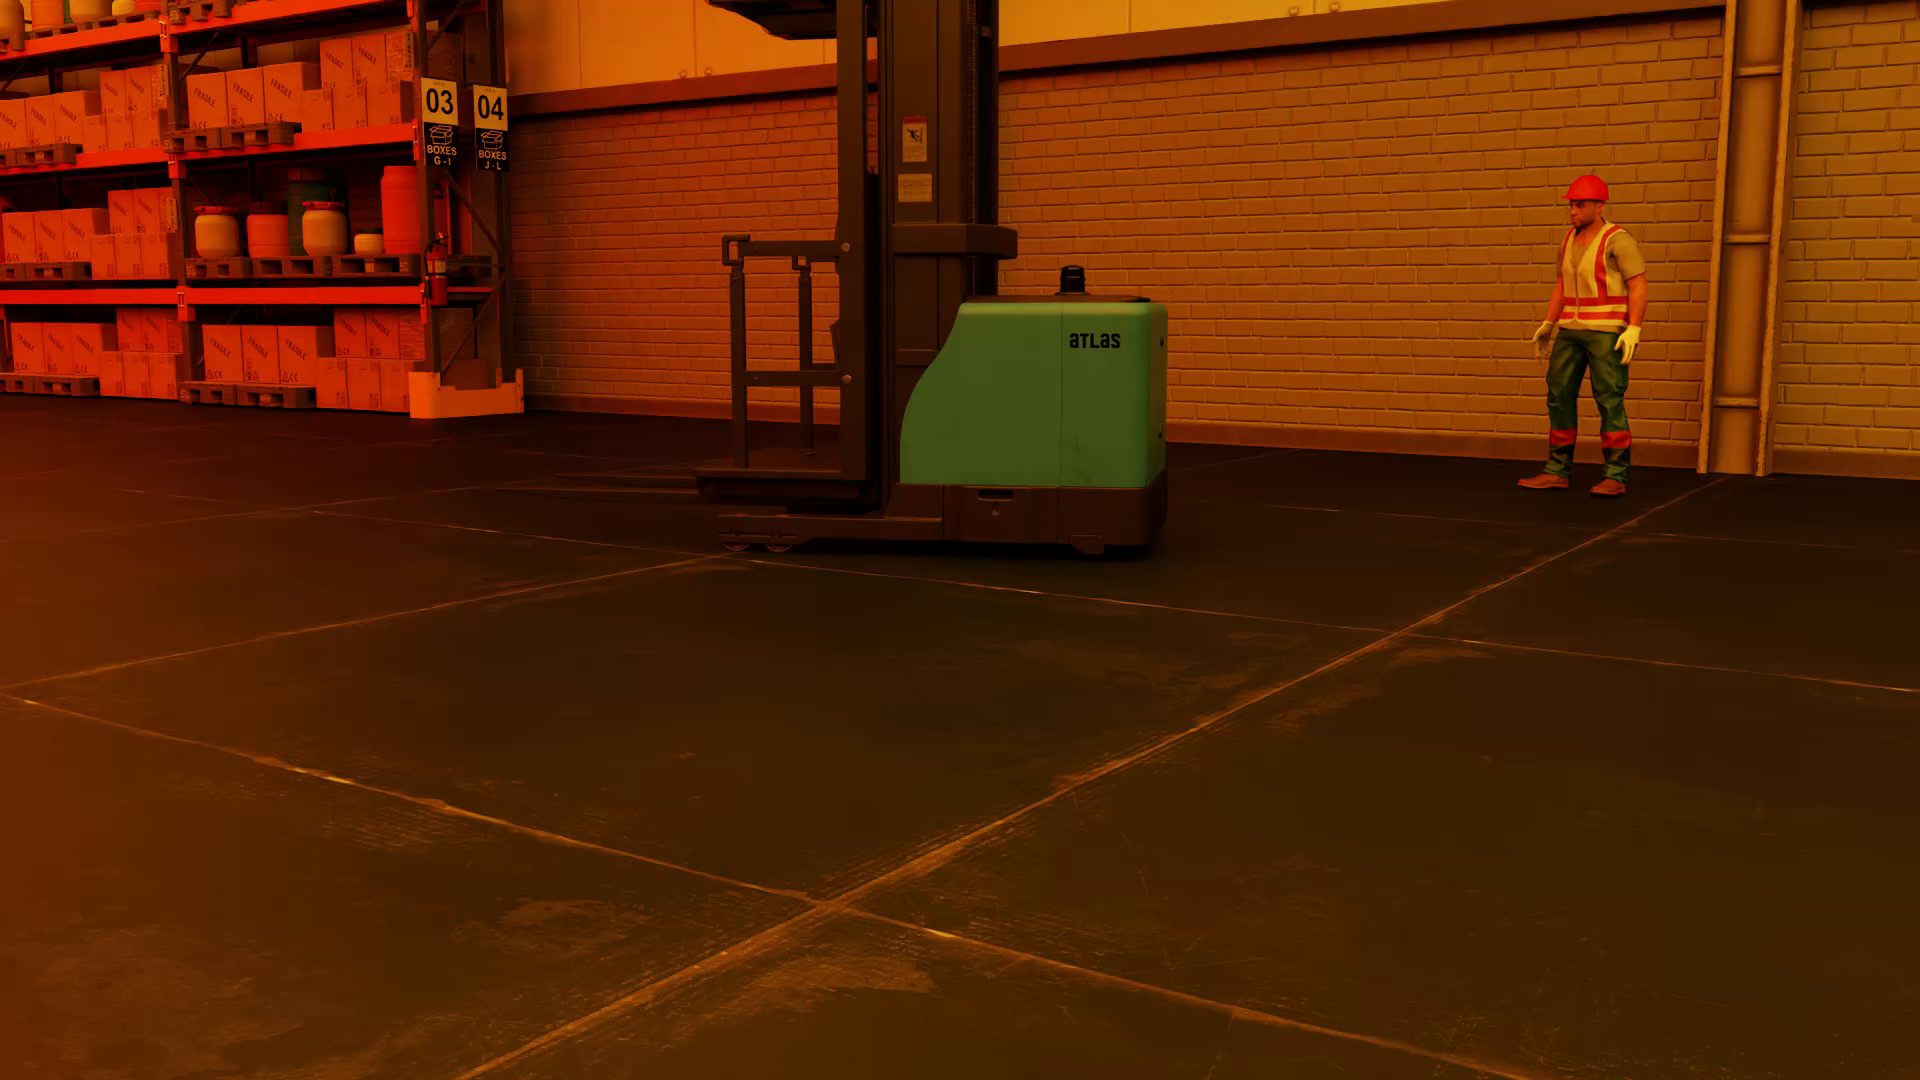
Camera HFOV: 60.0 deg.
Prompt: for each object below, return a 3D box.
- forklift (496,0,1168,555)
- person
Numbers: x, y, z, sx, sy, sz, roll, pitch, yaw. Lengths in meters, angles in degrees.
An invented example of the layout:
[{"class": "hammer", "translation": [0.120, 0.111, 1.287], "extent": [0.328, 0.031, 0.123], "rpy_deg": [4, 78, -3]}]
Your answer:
[{"class": "forklift", "translation": [-0.596, -1.469, 7.520], "extent": [3.031, 2.935, 1.130], "rpy_deg": [2, 8, 12]}, {"class": "person", "translation": [3.551, -1.161, 9.458], "extent": [0.459, 1.780, 0.657], "rpy_deg": [-4, 9, -28]}]
